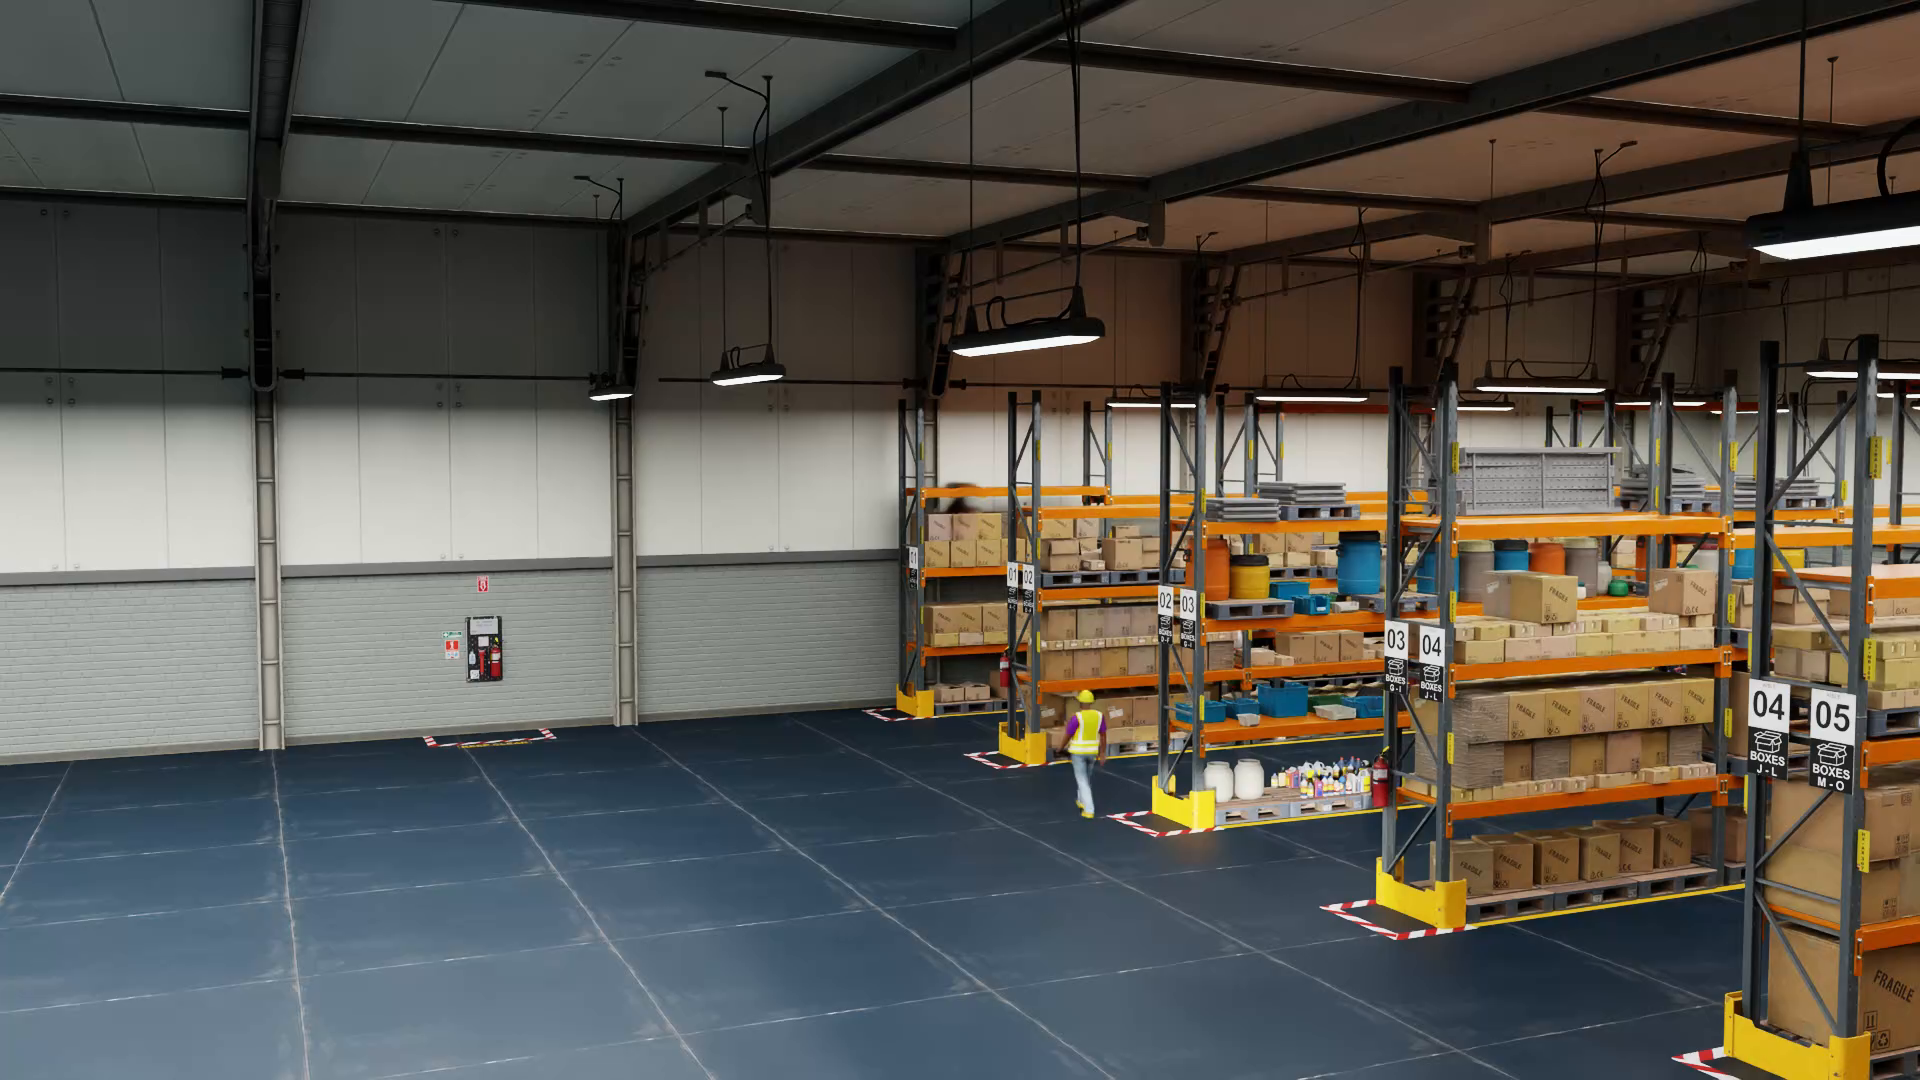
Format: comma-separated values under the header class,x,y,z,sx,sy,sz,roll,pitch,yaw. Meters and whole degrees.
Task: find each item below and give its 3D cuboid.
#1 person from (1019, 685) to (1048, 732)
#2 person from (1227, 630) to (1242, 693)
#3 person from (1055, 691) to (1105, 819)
class,x,y,z,sx,sy,sz,roll,pitch,yaw
person,1.355,2.576,29.886,0.619,1.716,0.616,0,3,4
person,5.424,2.346,33.001,0.629,1.789,0.586,0,3,3
person,1.657,2.937,23.061,0.621,1.729,0.889,-3,4,-40
